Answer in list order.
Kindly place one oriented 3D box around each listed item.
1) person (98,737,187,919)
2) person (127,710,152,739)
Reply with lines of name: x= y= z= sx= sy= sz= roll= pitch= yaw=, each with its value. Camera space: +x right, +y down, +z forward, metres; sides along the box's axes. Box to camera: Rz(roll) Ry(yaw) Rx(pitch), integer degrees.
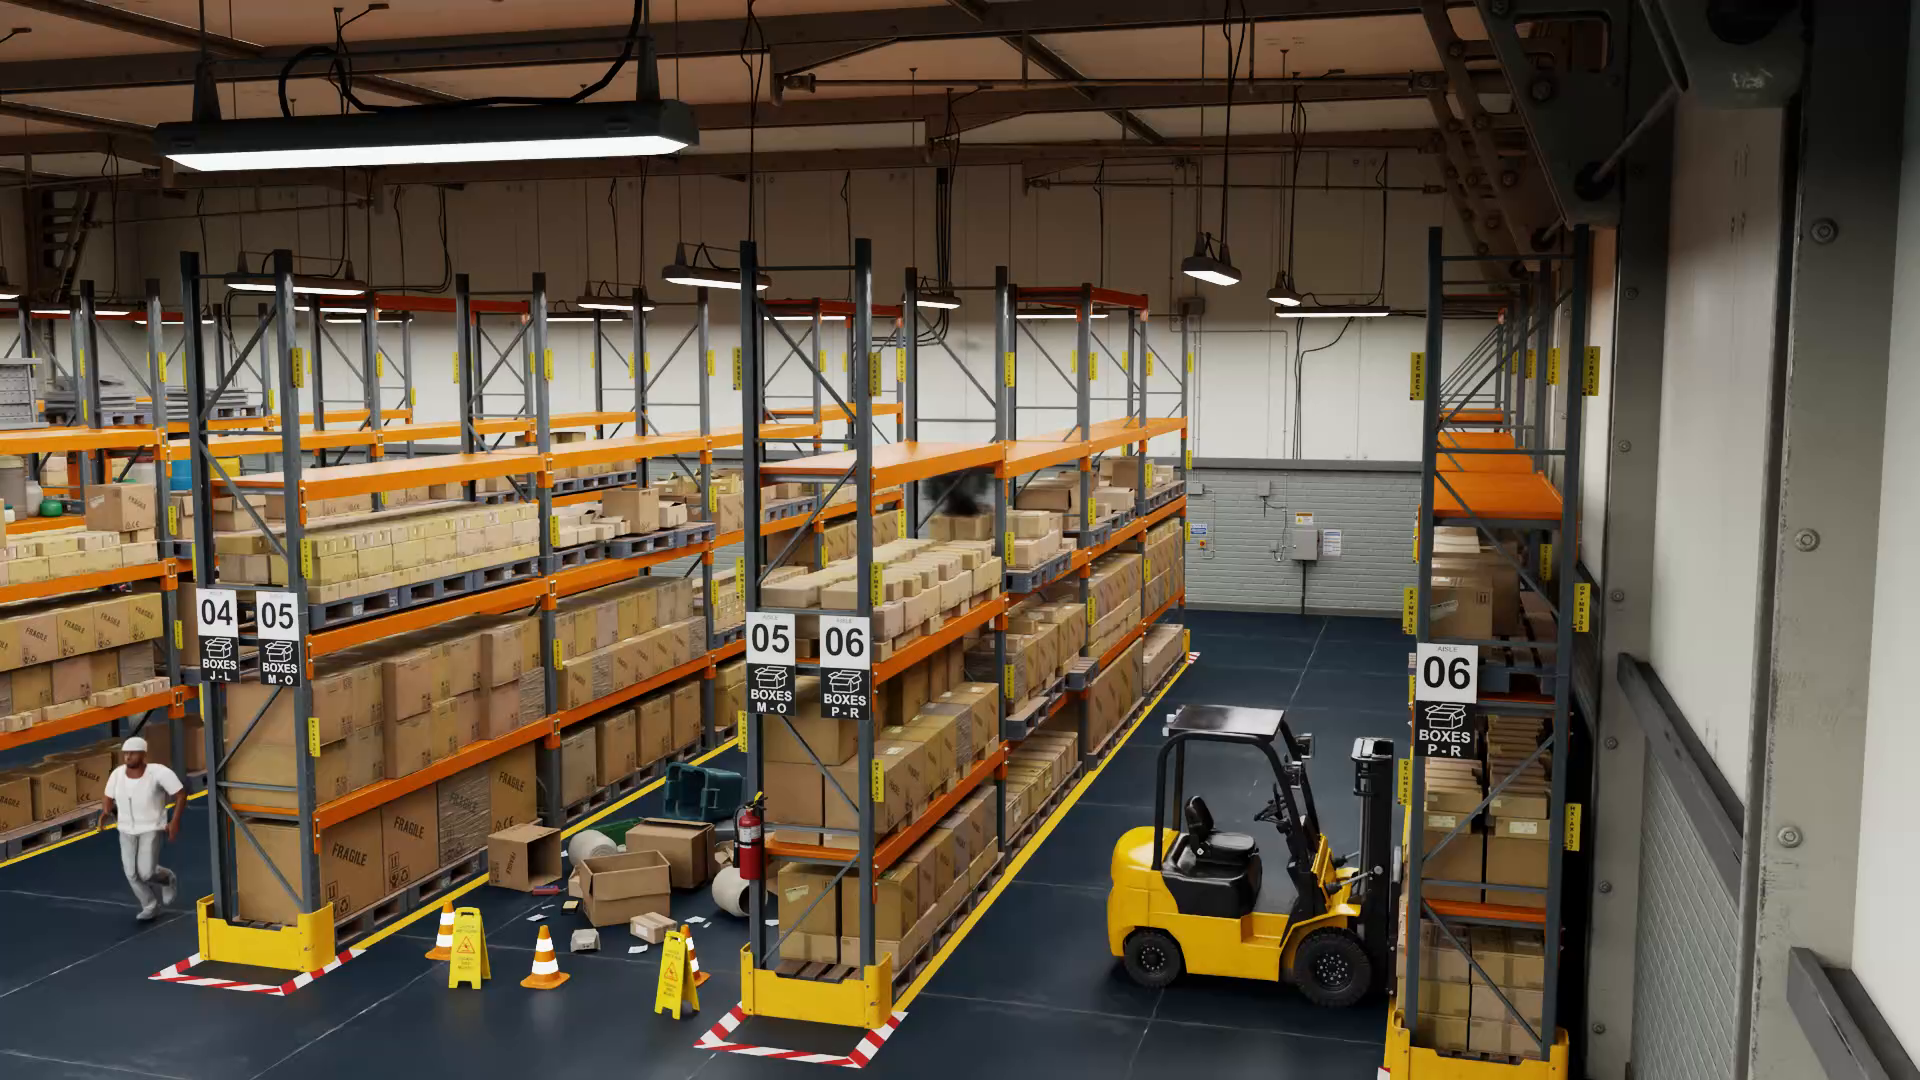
person: x=-7.449 y=2.635 z=15.118 sx=0.728 sy=1.725 sz=0.611 roll=0 pitch=6 yaw=4
person: x=-10.449 y=1.944 z=21.113 sx=0.660 sy=1.776 sz=0.649 roll=1 pitch=6 yaw=9
